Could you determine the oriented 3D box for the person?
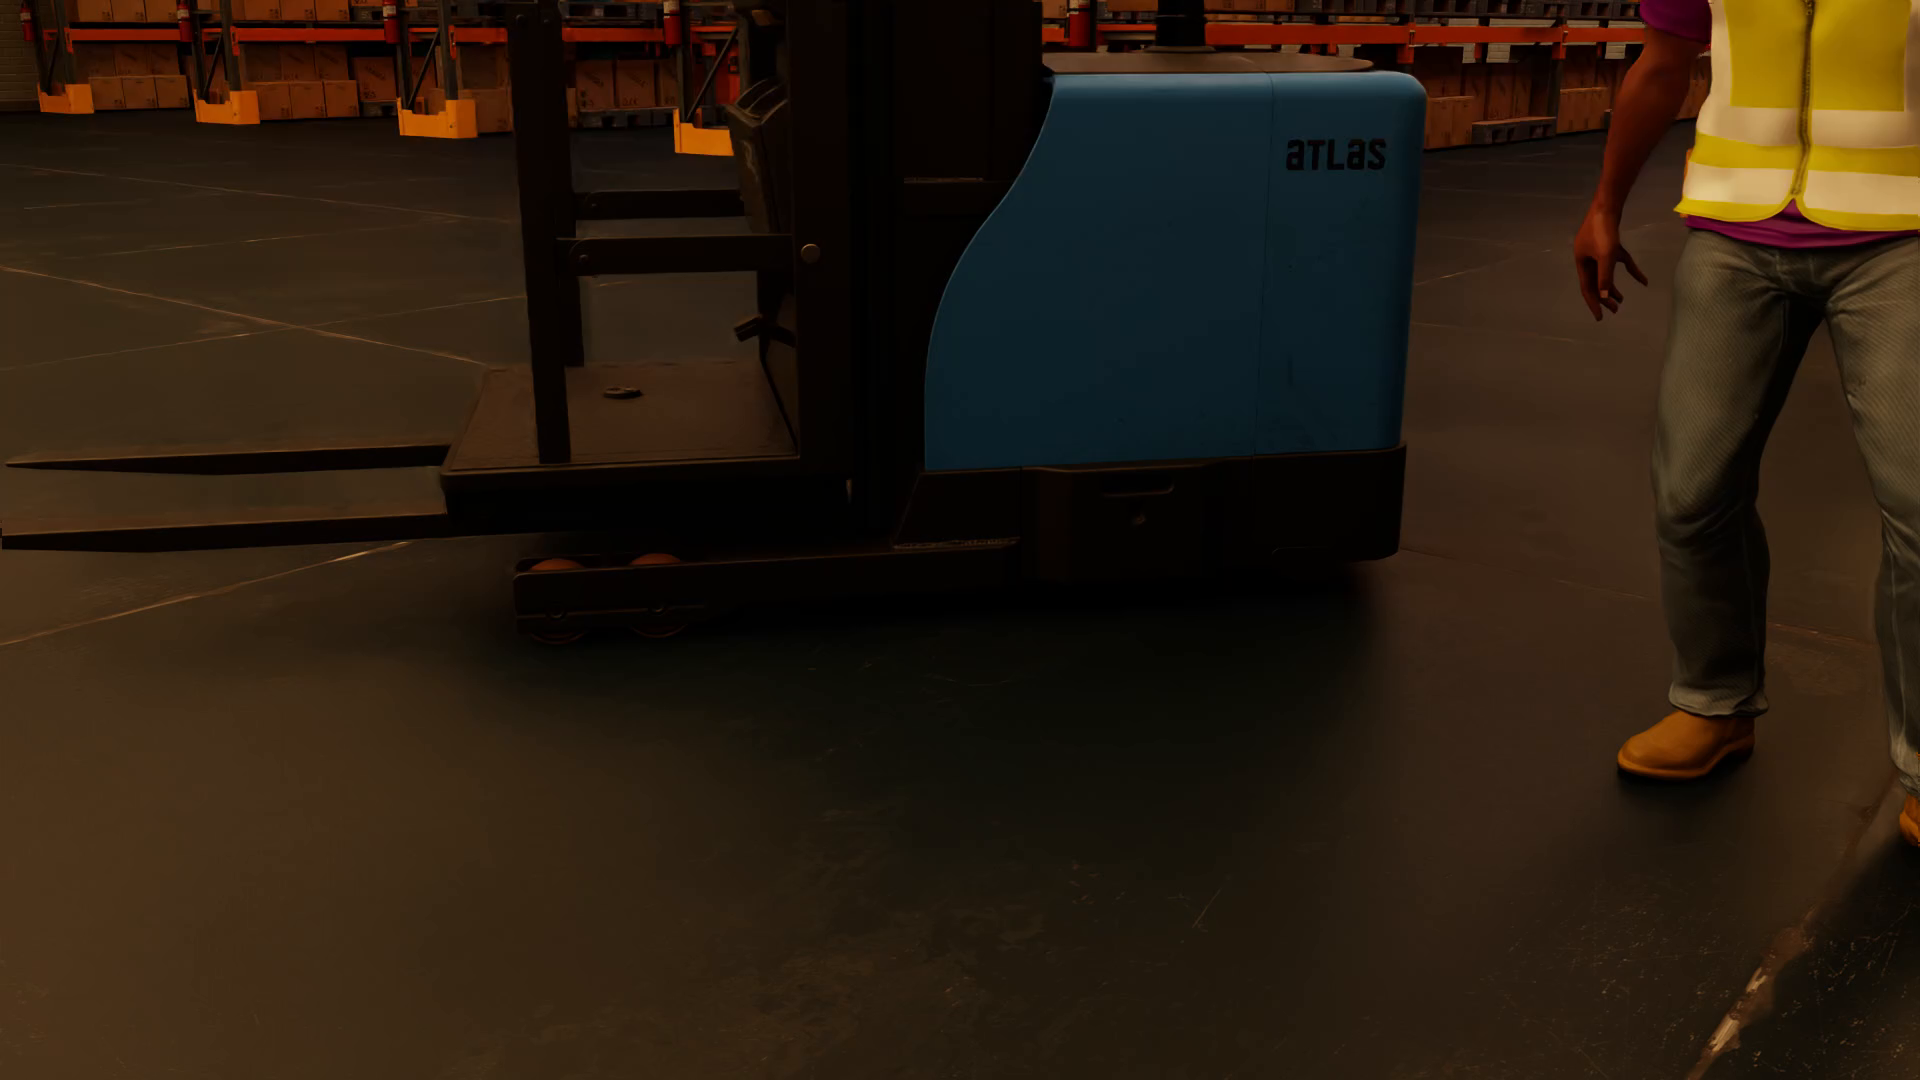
[{"bbox_3d":[1.245,-0.426,2.369,0.449,1.731,0.871,-15,23,-41],"label":"person"}]

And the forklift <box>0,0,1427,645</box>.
[{"bbox_3d":[-0.610,-1.363,3.387,3.031,2.935,1.130,-3,17,-10],"label":"forklift"}]
